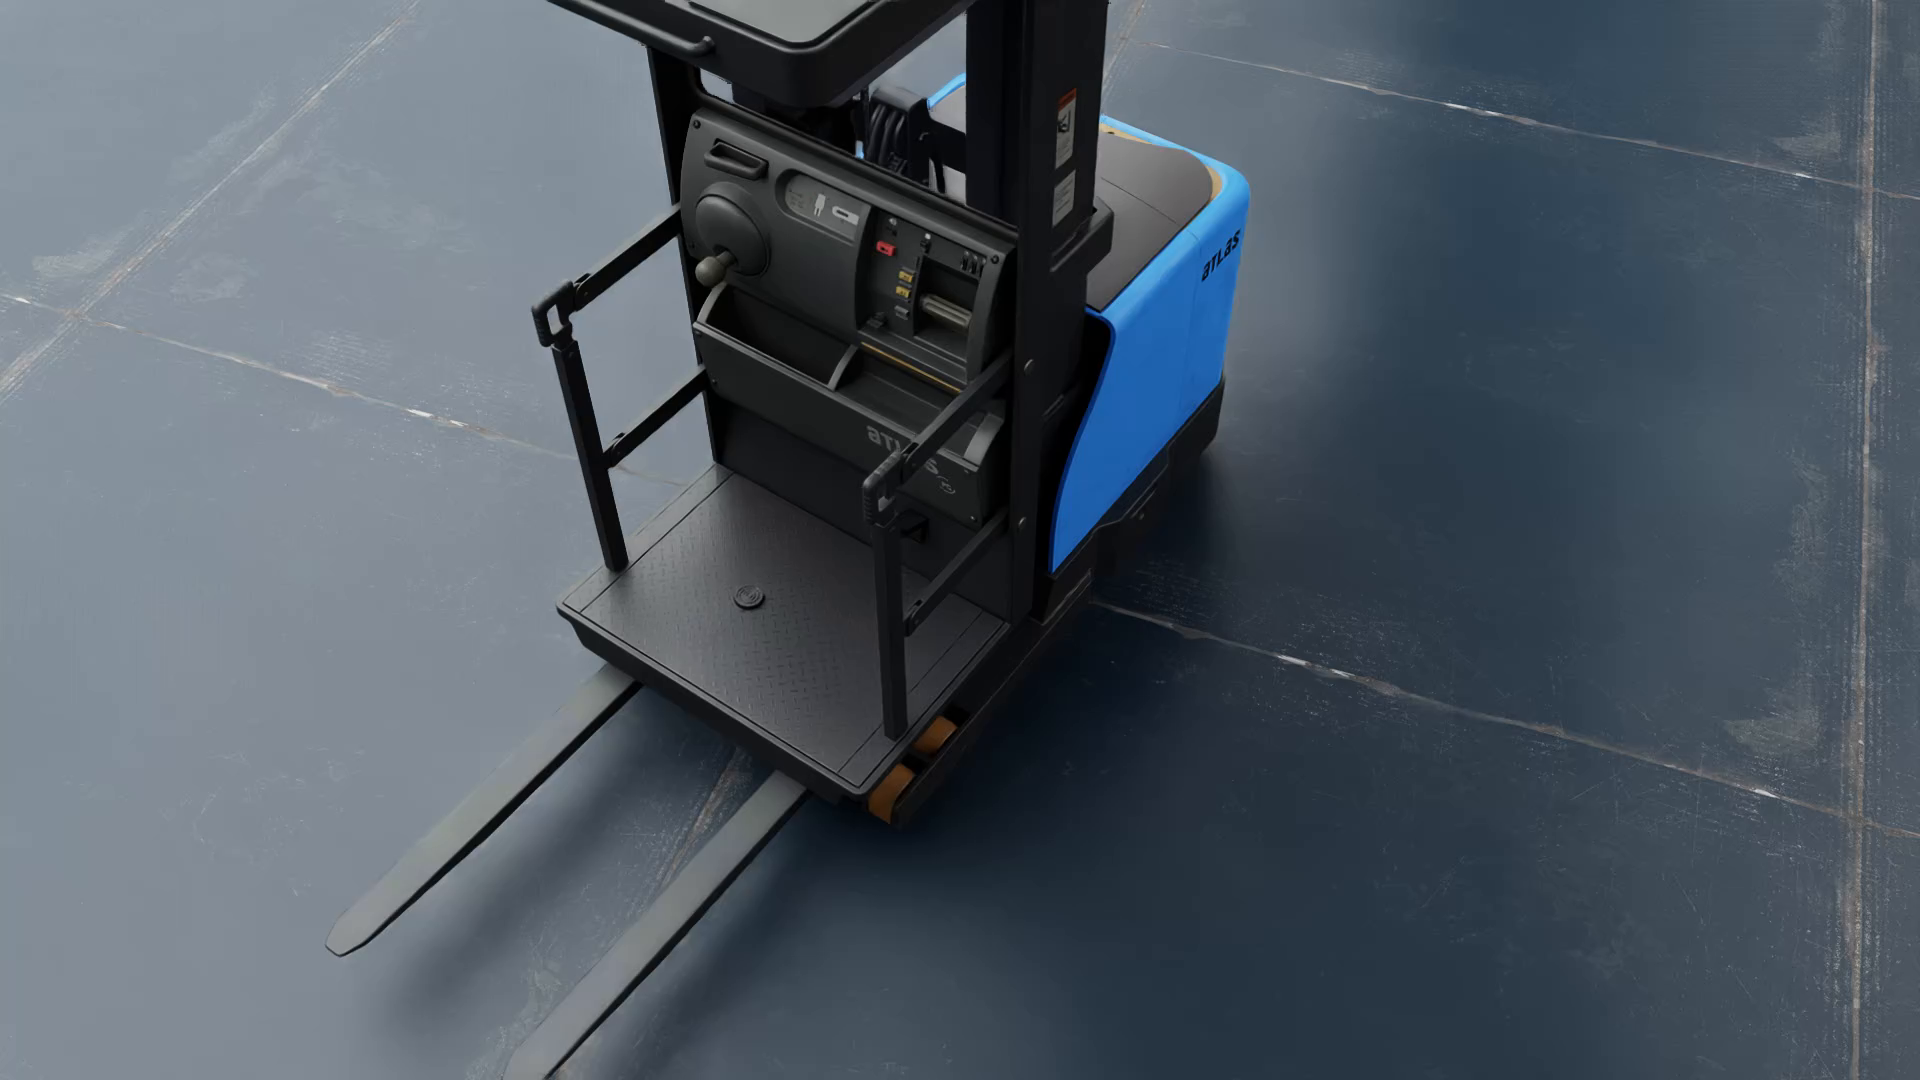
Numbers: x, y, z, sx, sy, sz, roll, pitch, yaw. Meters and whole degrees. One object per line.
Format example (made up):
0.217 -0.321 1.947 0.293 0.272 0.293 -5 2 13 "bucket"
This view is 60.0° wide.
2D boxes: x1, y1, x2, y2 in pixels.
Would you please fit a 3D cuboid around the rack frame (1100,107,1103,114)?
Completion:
0.394 -1.140 5.643 0.006 0.900 0.240 -21 52 -17 "rack frame"

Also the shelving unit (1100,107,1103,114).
0.304 -1.105 5.613 0.210 0.900 0.258 -21 52 -17 "shelving unit"

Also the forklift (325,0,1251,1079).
-0.417 -0.604 3.834 1.130 2.935 3.031 28 55 22 "forklift"
